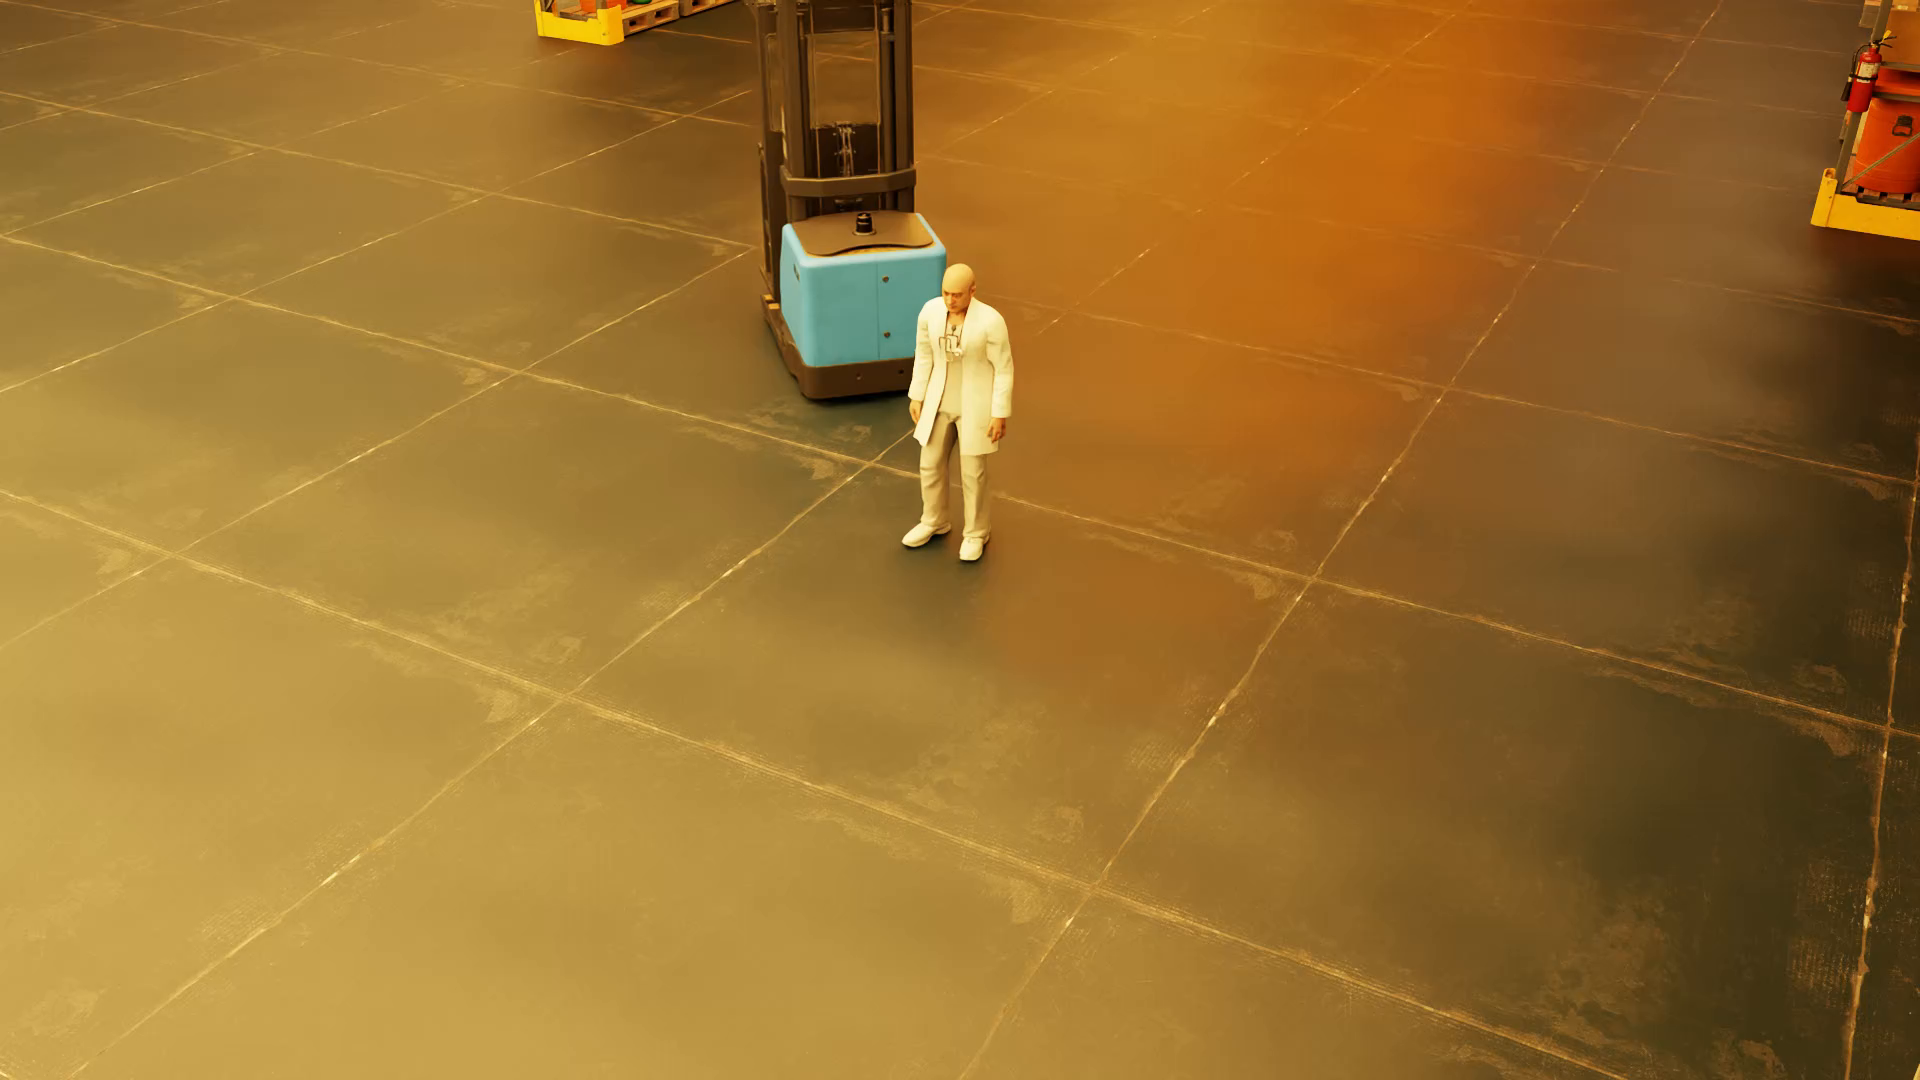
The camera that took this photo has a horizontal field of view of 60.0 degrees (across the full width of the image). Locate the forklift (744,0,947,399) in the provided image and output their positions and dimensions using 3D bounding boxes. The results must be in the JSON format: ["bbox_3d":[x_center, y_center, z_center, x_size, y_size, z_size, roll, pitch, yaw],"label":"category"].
[{"bbox_3d":[-0.939,-2.973,12.223,1.130,2.935,3.031,-7,31,-13],"label":"forklift"}]

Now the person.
[{"bbox_3d":[-0.007,-0.752,9.532,0.644,1.773,0.431,14,33,23],"label":"person"}]
